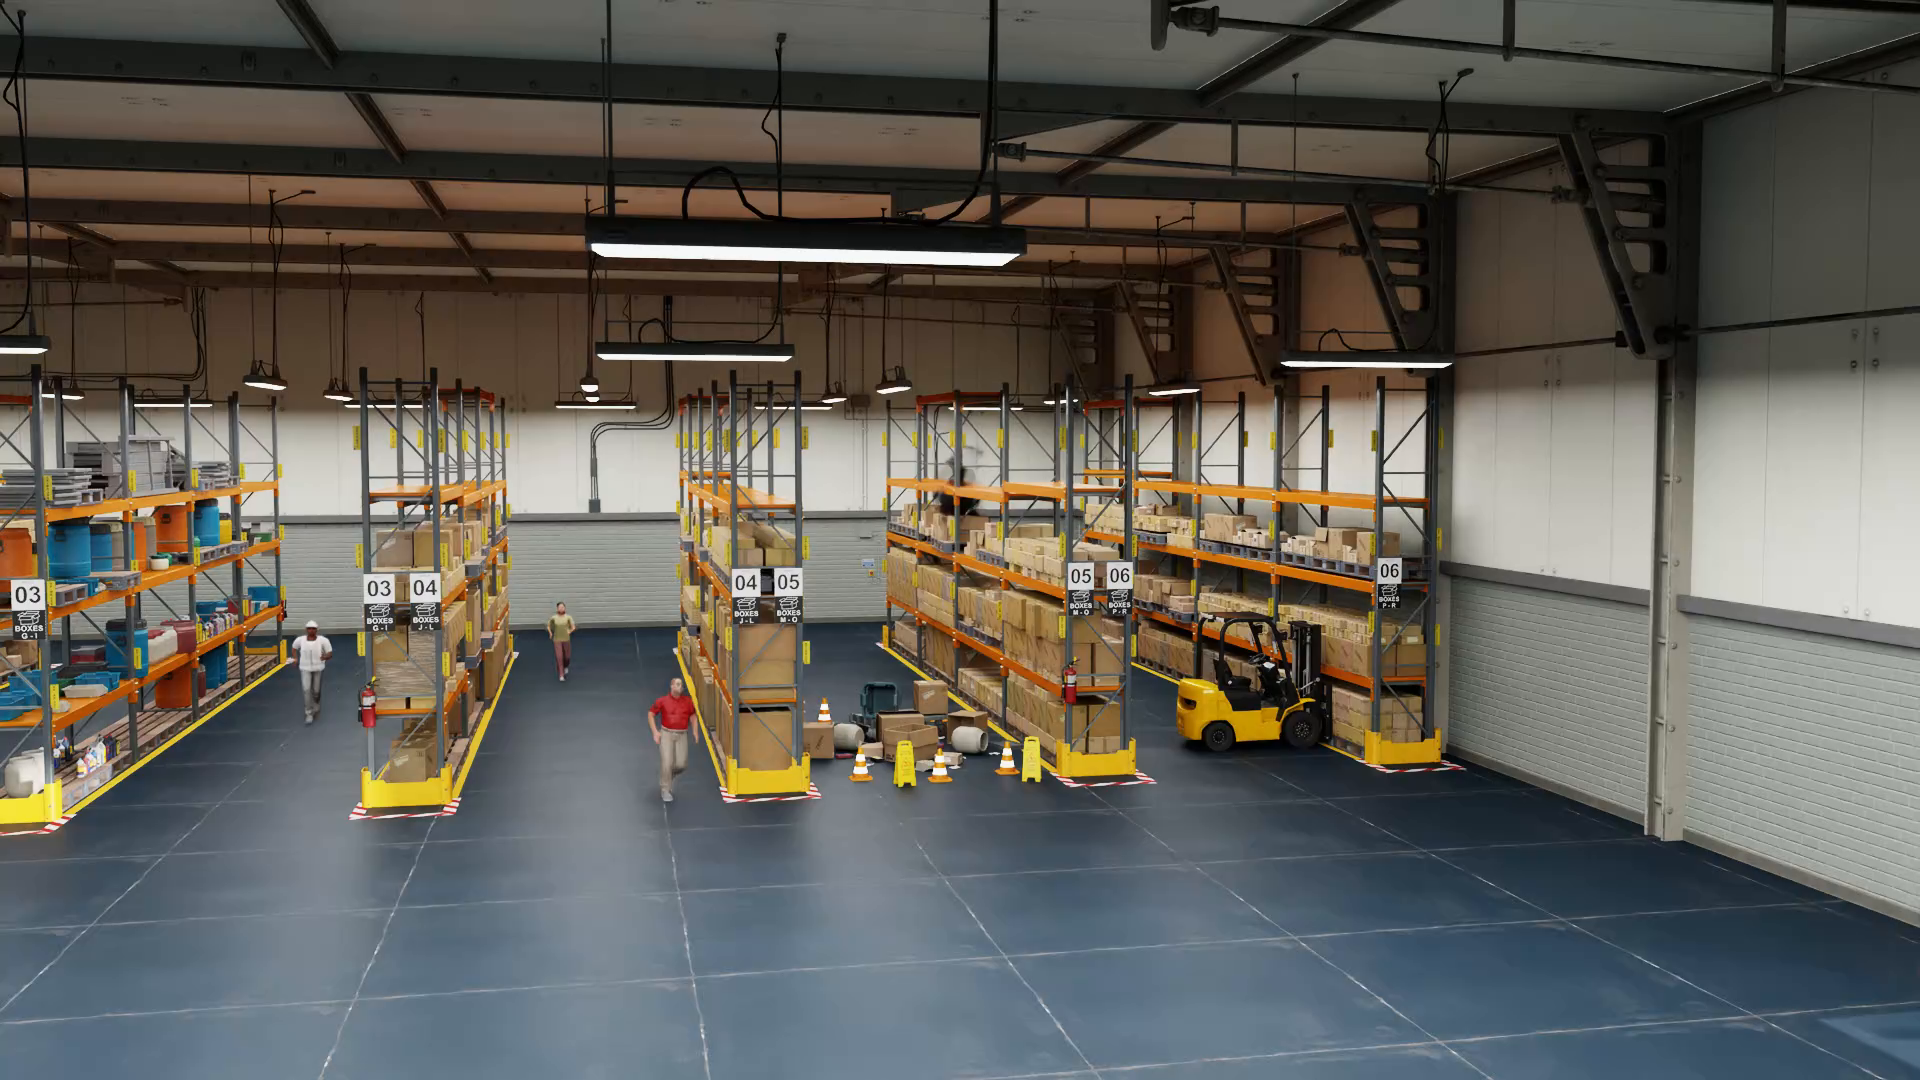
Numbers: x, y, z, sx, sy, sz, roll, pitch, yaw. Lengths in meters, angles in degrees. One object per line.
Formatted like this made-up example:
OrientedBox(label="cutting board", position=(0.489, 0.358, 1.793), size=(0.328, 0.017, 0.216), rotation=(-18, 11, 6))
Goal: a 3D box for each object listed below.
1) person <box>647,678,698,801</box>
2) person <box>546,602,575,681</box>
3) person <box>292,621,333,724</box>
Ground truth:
OrientedBox(label="person", position=(-4.012, 2.789, 23.371), size=(0.717, 1.679, 0.513), rotation=(-2, 4, -26))
OrientedBox(label="person", position=(-8.356, 2.113, 34.831), size=(0.586, 1.628, 0.752), rotation=(-1, 4, -15))
OrientedBox(label="person", position=(-11.610, 2.332, 29.810), size=(0.697, 1.778, 0.979), rotation=(-1, 4, -20))
